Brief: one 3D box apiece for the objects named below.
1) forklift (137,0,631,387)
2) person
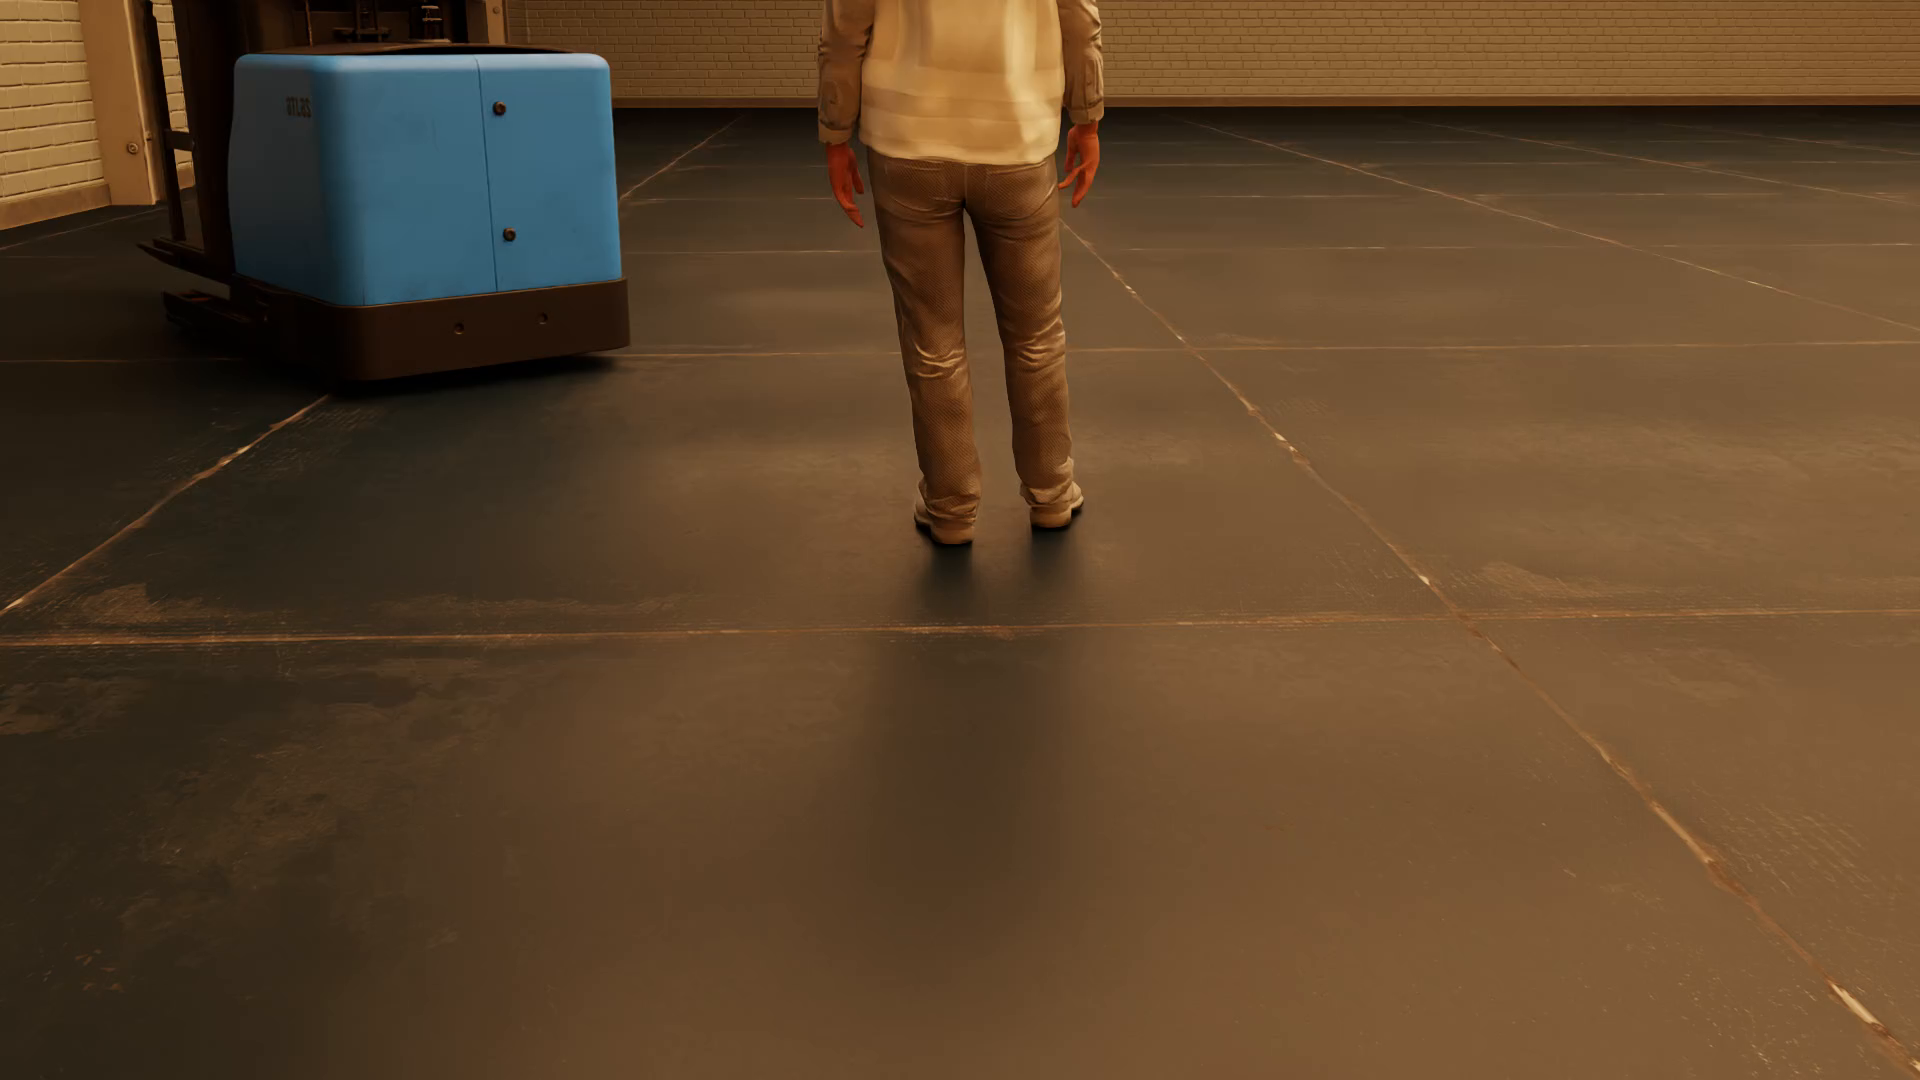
[{"bbox_3d":[-2.516,-2.267,6.317,1.130,2.935,3.031,-14,22,-38],"label":"forklift"},{"bbox_3d":[0.004,-0.874,3.717,0.634,1.775,0.566,-1,17,-3],"label":"person"}]
